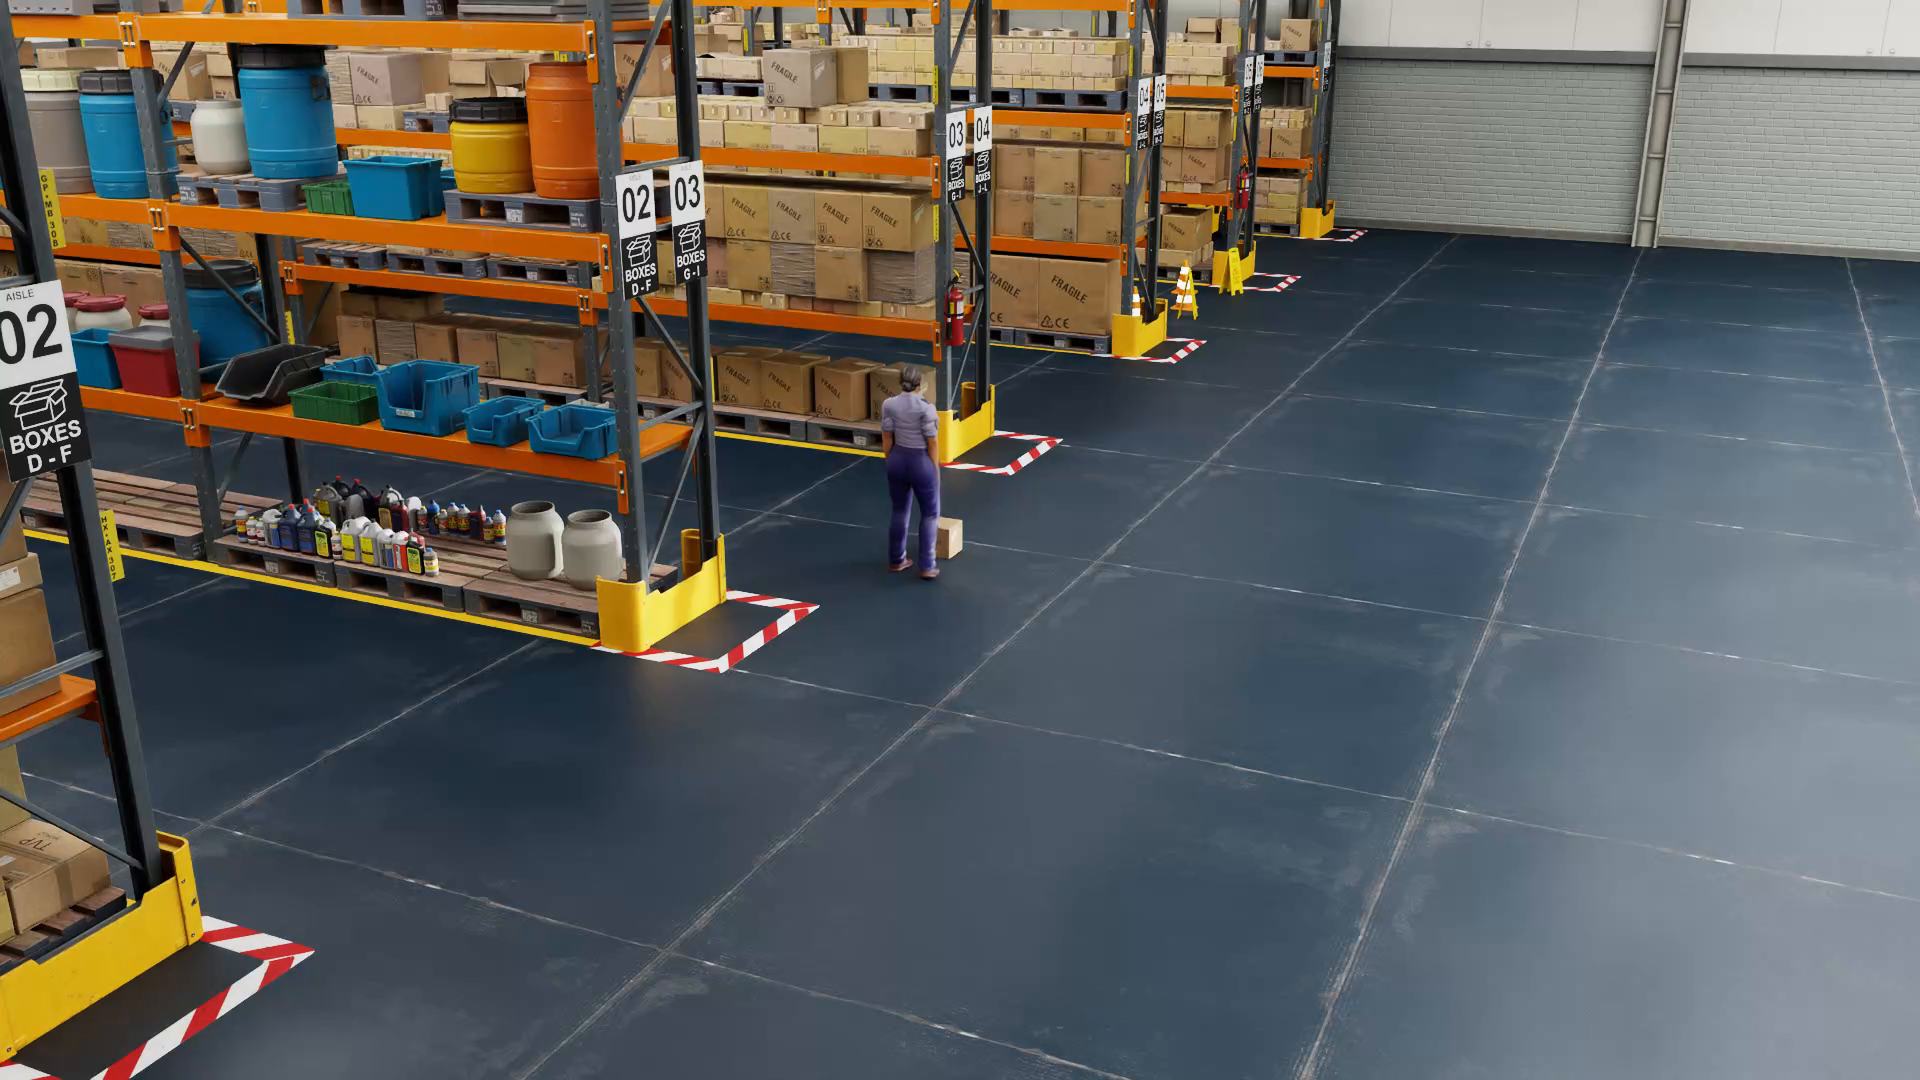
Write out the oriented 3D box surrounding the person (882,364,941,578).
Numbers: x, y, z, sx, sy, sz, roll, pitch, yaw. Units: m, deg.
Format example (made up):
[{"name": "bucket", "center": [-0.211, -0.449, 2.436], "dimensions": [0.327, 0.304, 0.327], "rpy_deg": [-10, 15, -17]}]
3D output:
[{"name": "person", "center": [-0.362, -0.521, 12.650], "dimensions": [0.467, 1.651, 0.342], "rpy_deg": [9, 21, 24]}]
